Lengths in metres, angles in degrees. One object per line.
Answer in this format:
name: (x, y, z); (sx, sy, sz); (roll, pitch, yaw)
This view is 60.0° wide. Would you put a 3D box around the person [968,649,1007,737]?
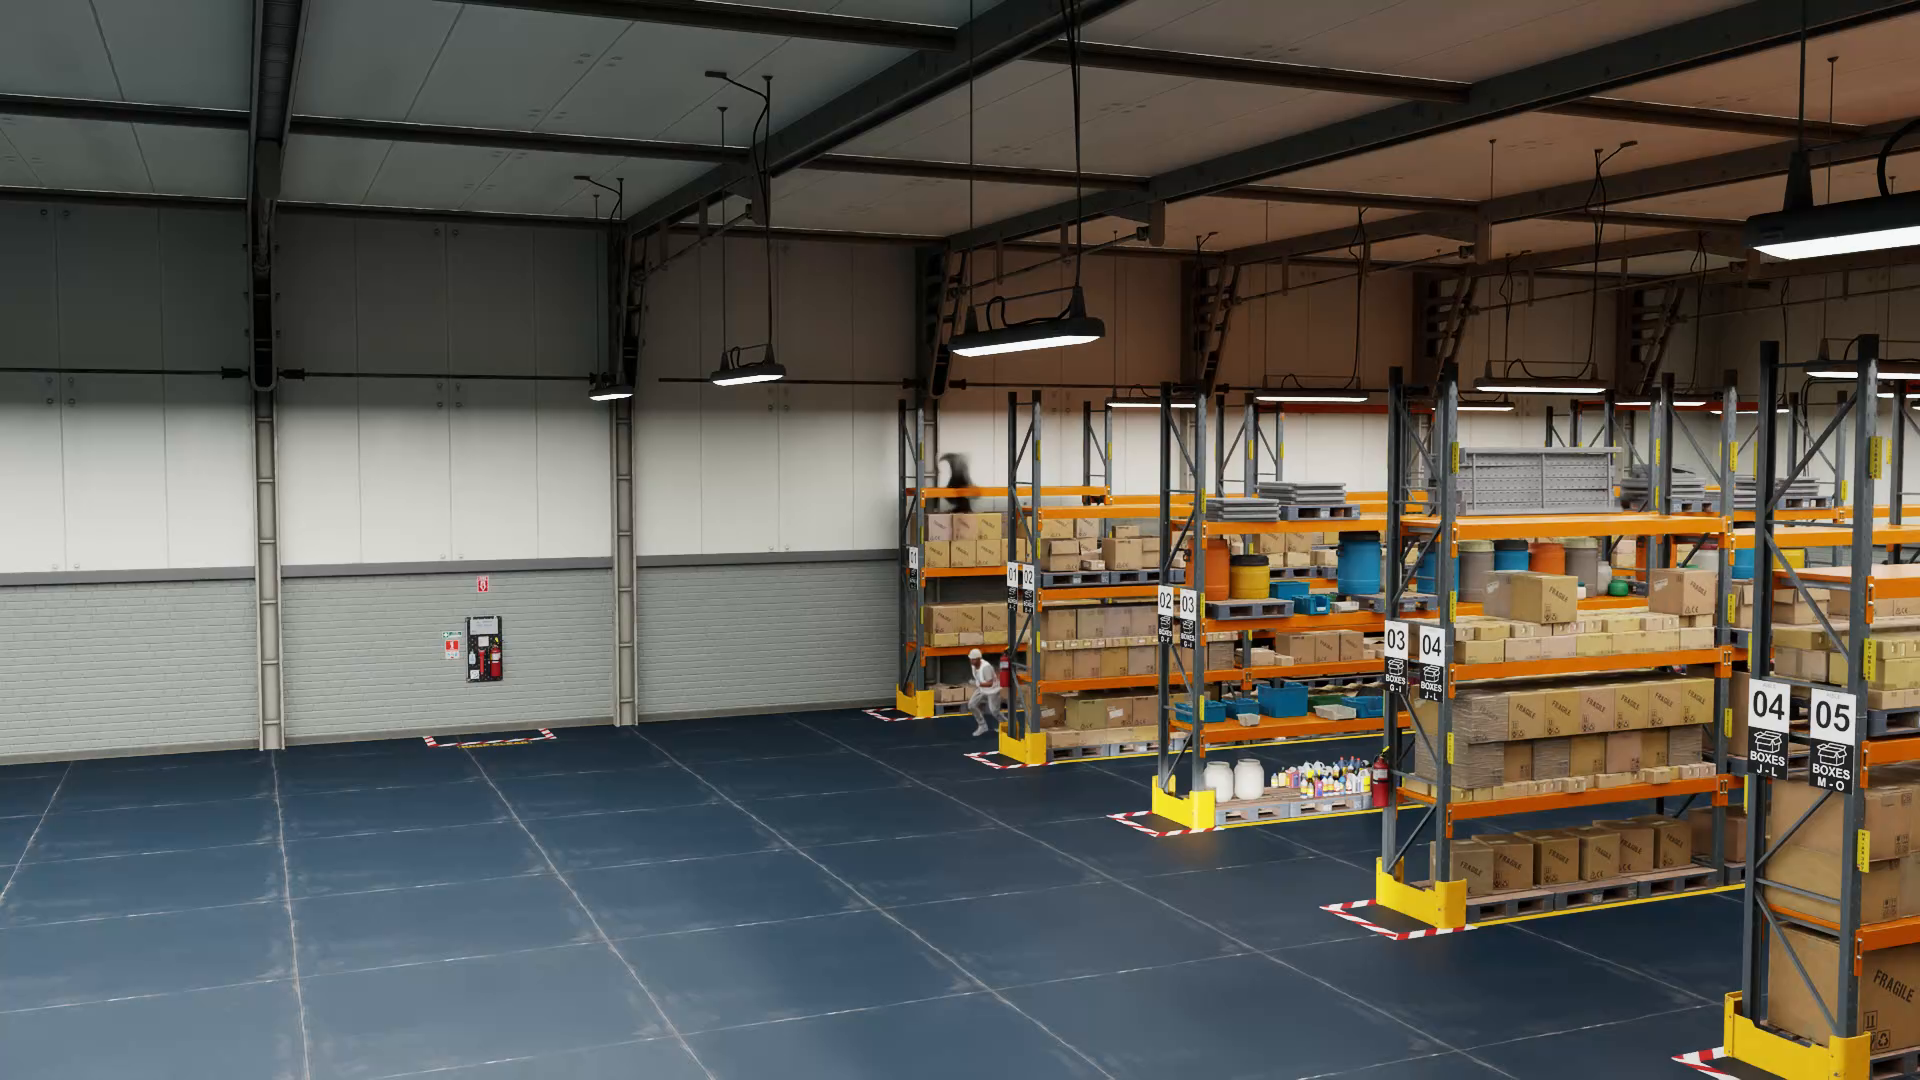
person: (0.485, 2.656, 29.125); (1.128, 1.562, 0.672); (-3, 5, -42)
